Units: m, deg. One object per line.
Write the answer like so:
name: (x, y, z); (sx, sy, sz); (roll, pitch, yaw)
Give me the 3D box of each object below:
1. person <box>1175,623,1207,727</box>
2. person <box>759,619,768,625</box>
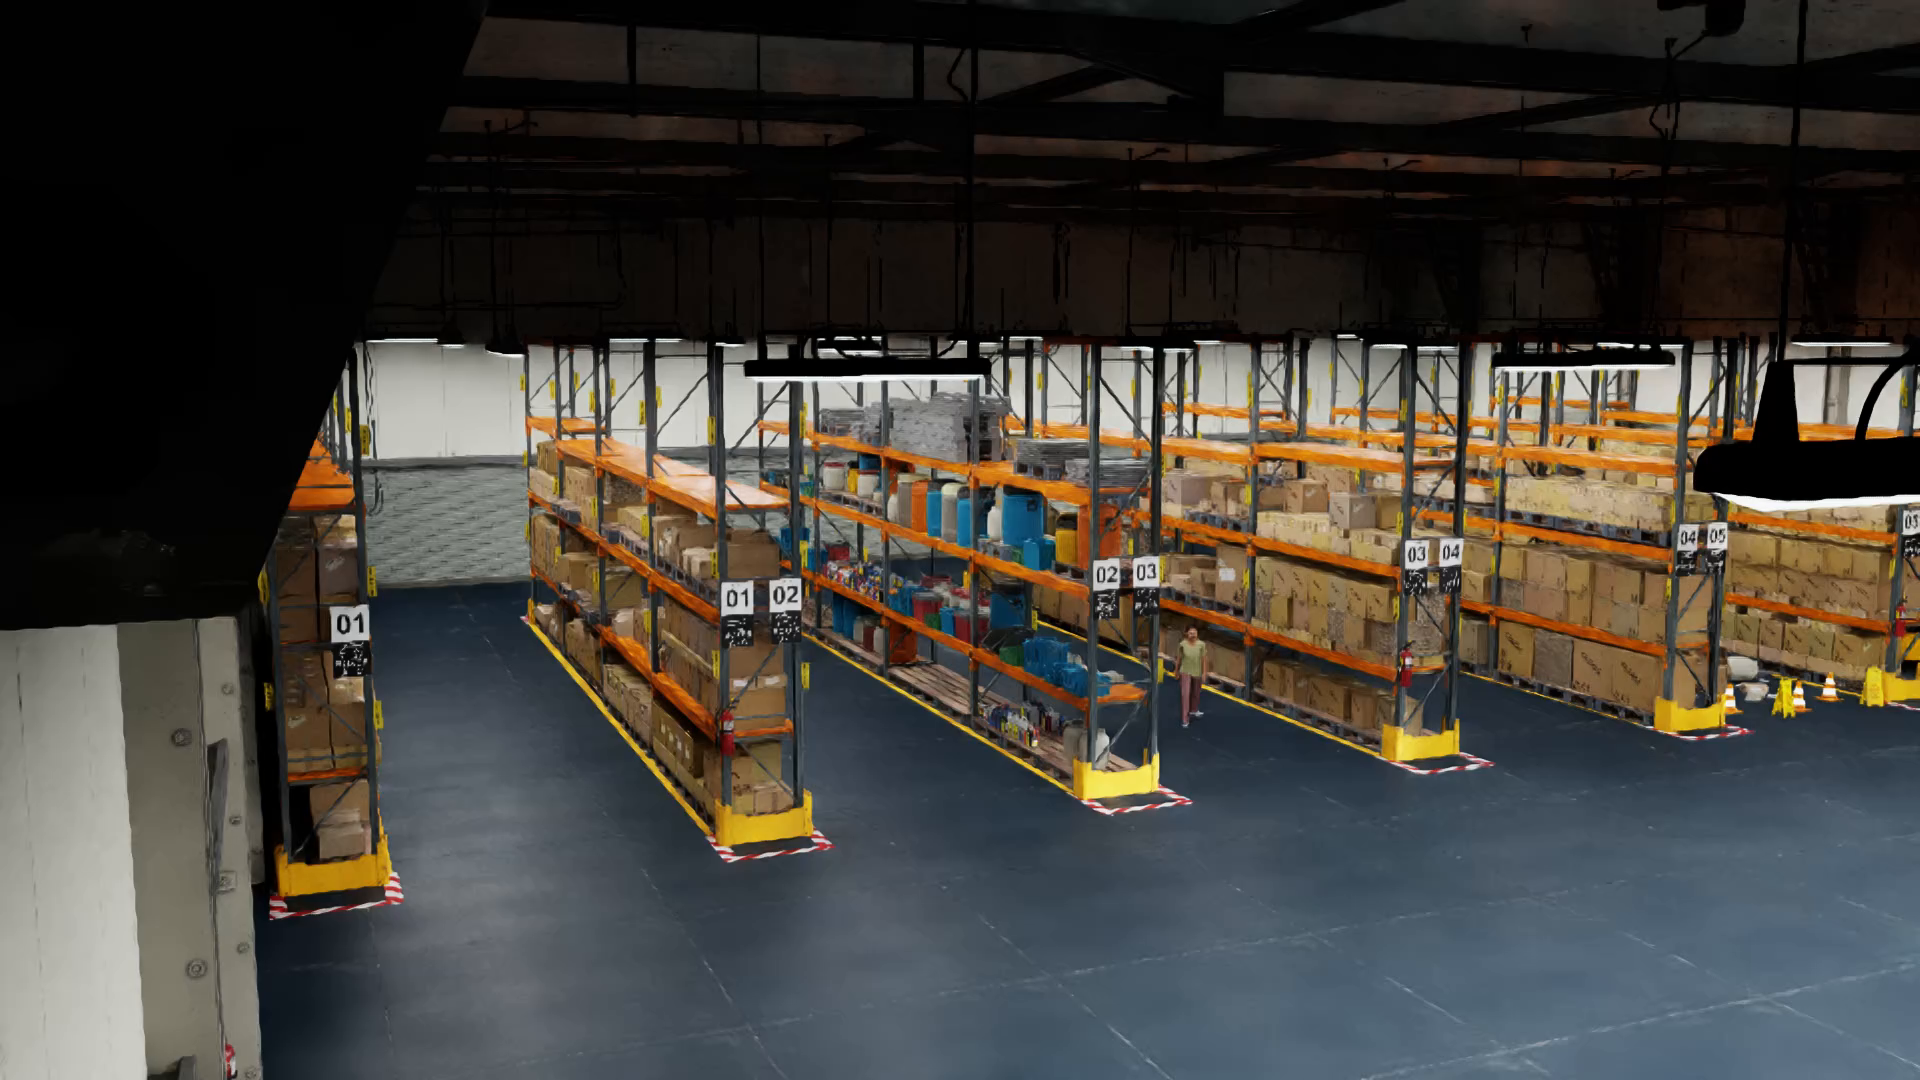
person: (3.627, 2.089, 26.038); (0.491, 1.587, 0.953); (0, 8, -2)
person: (-3.688, 1.621, 29.900); (0.461, 1.483, 0.989); (-3, 8, -23)
